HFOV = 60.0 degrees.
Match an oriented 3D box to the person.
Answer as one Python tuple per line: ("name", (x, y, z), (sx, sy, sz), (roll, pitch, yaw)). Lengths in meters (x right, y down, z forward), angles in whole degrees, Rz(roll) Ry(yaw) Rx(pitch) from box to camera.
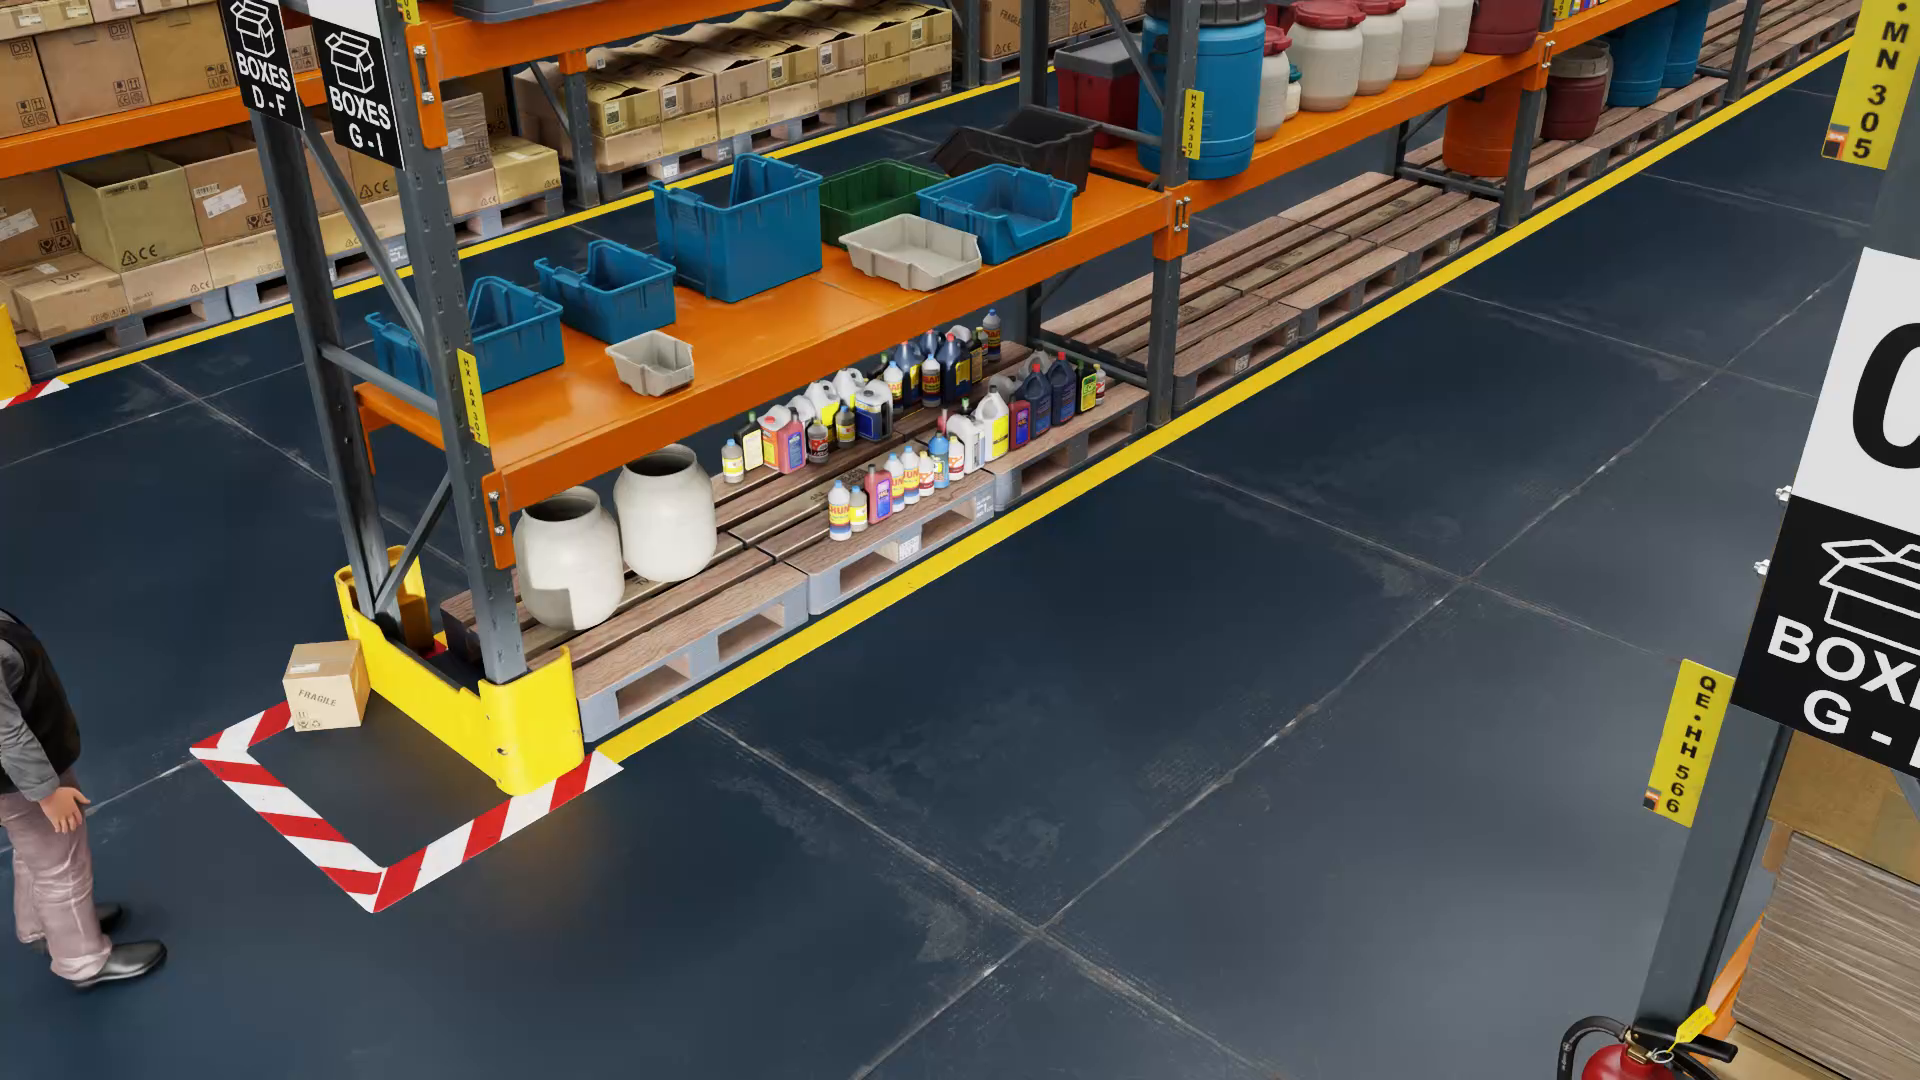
("person", (-2.829, 0.673, 5.023), (0.386, 1.727, 0.566), (-25, 39, -35))
